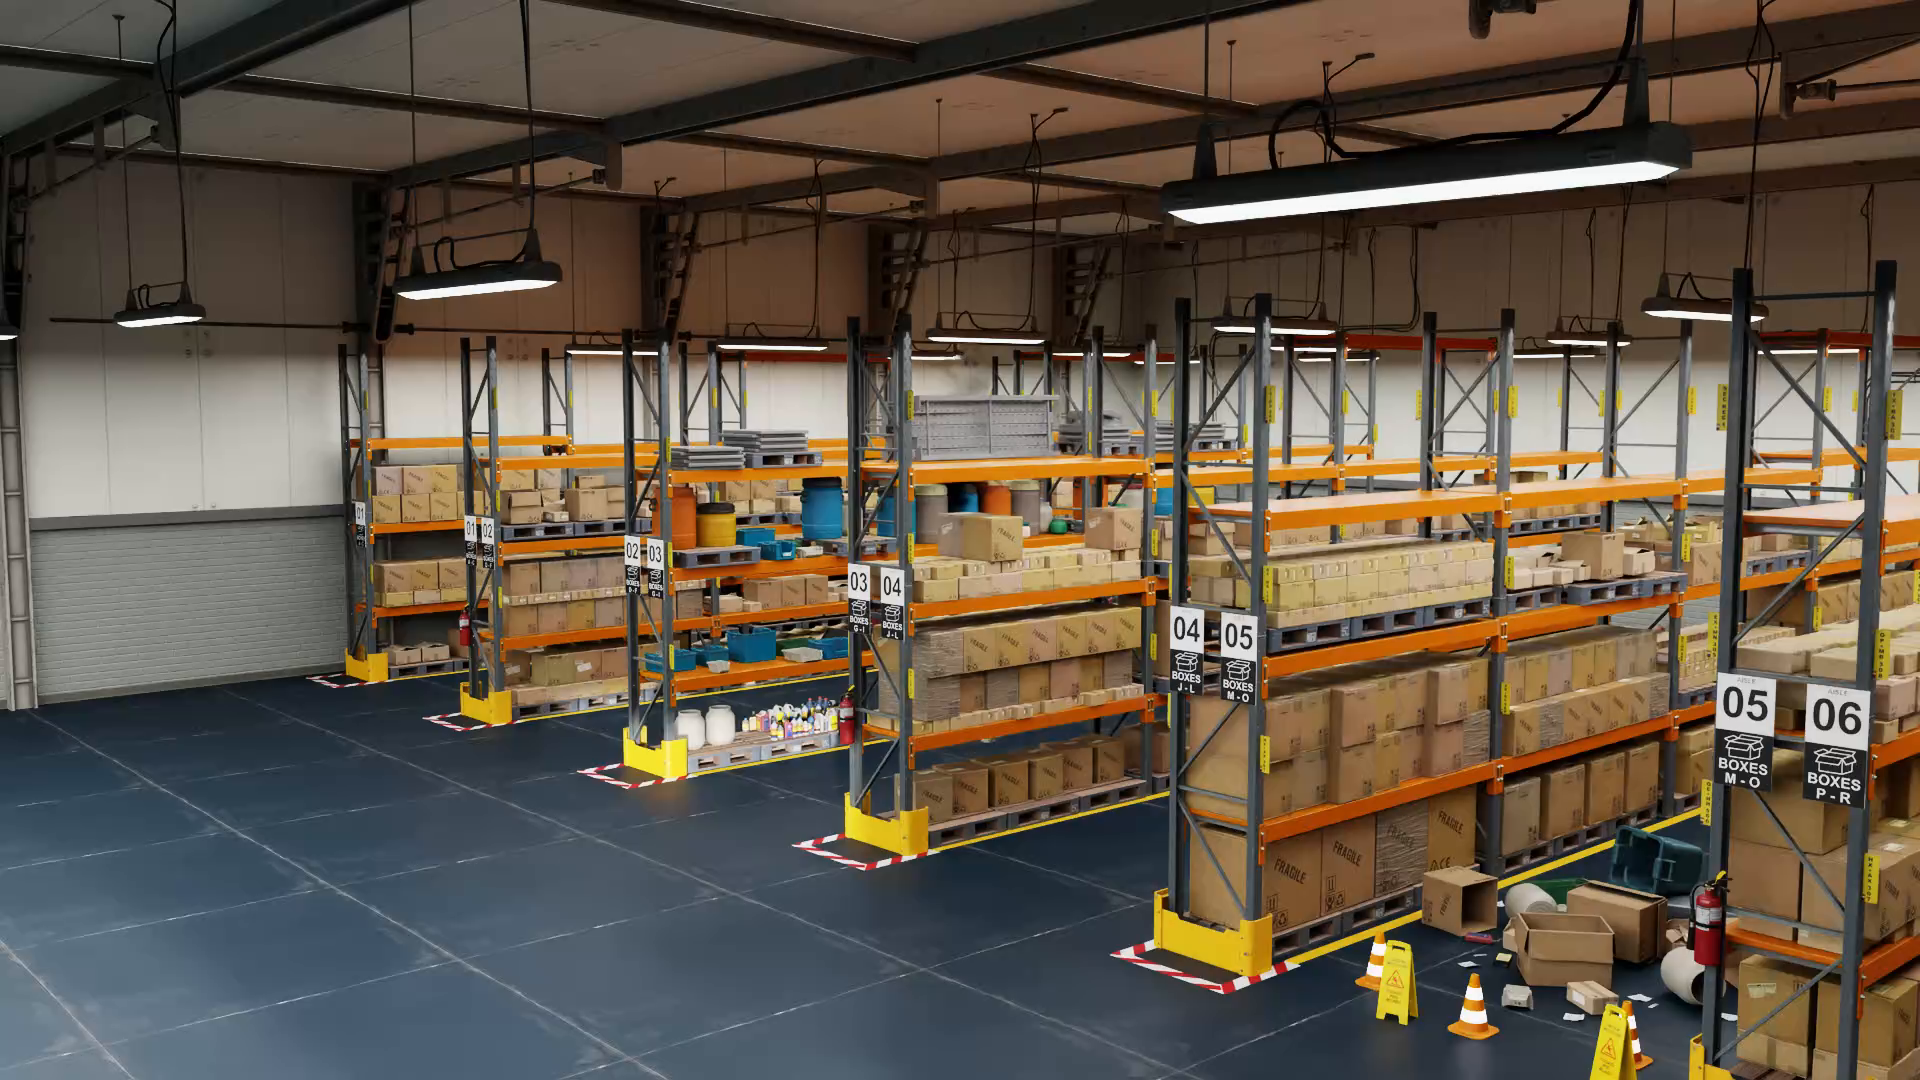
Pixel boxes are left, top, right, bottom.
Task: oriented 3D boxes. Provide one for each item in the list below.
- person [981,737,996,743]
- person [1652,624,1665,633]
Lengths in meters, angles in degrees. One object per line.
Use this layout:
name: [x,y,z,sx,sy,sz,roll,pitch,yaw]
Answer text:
person: [0.436,2.009,23.026,0.564,1.610,0.510,3,6,34]
person: [10.358,2.127,24.617,0.826,1.783,0.636,-4,6,-37]
